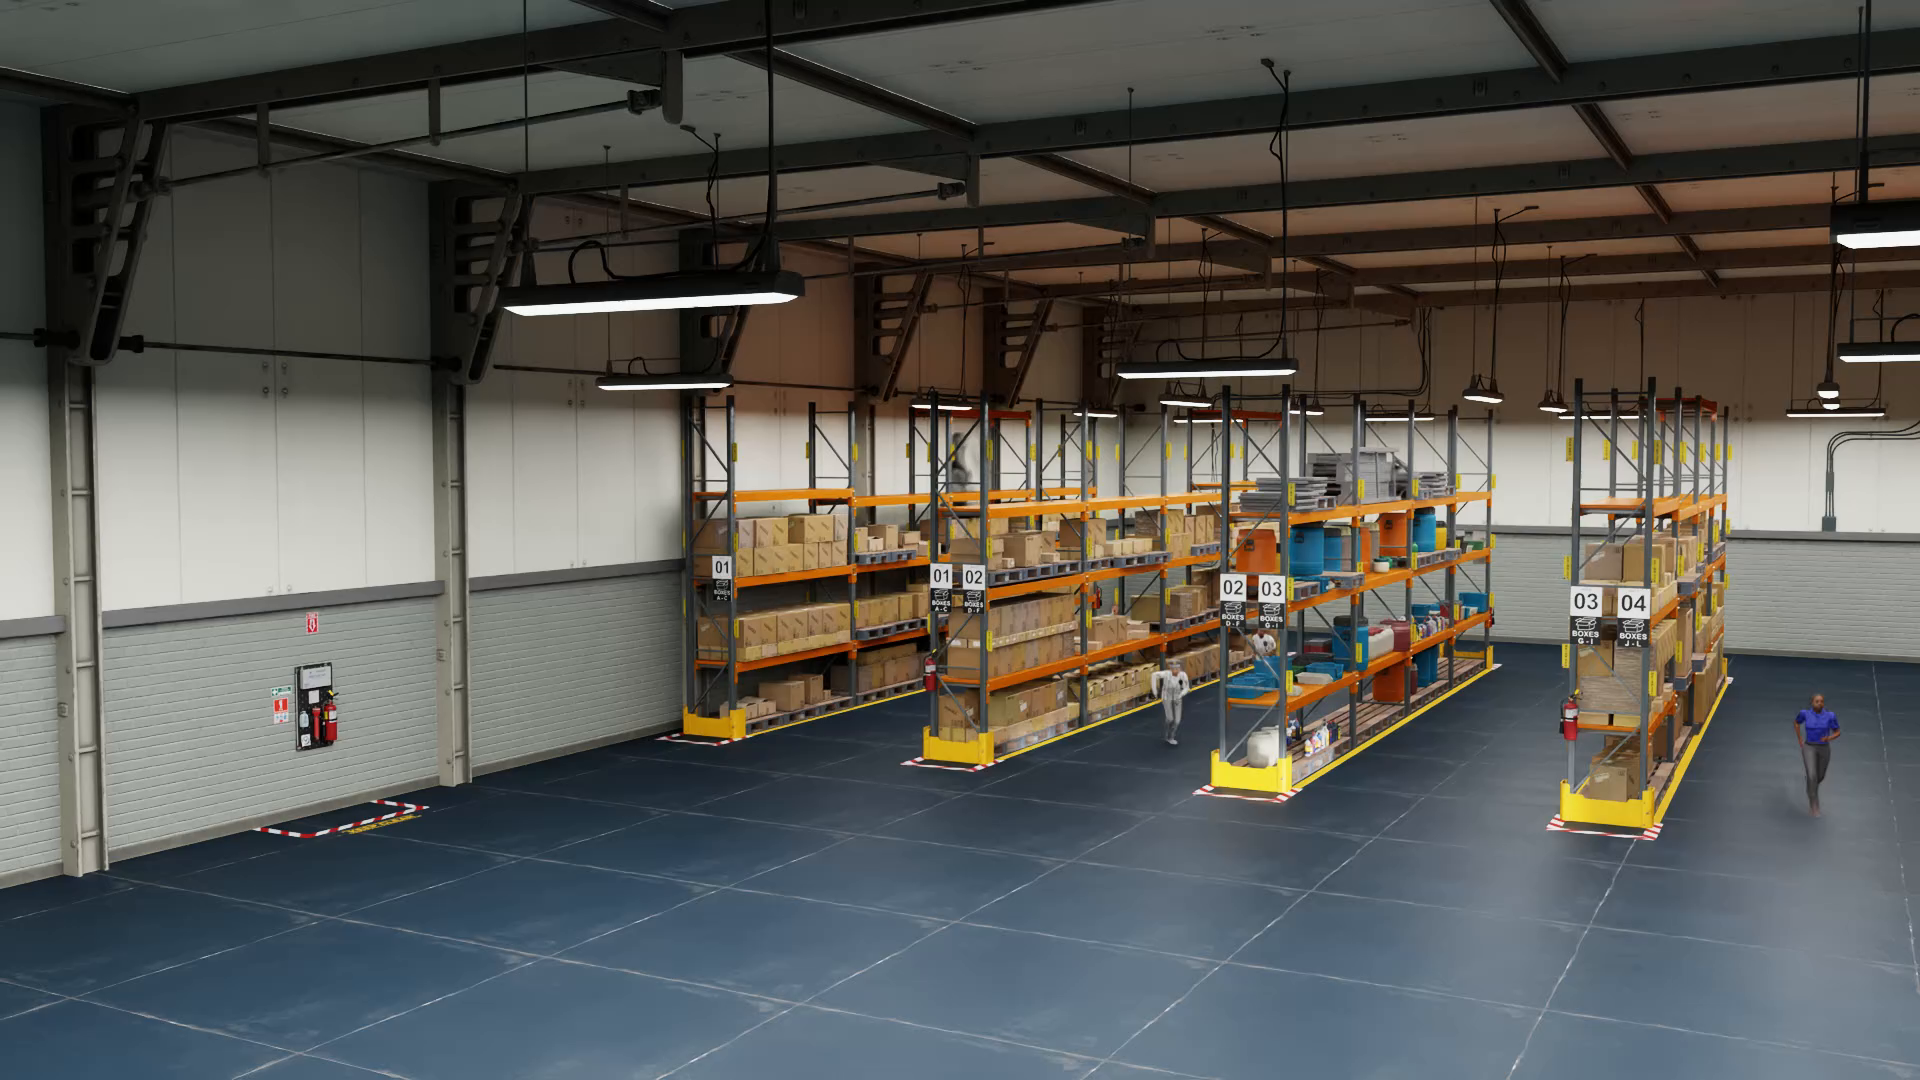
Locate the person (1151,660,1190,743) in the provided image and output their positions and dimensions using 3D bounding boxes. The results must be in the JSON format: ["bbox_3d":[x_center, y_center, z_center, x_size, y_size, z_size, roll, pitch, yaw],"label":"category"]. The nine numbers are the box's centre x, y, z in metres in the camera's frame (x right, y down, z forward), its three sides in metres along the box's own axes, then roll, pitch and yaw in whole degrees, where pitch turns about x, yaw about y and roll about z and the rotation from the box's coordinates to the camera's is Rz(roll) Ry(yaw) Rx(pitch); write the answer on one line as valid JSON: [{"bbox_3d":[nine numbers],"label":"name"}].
[{"bbox_3d":[3.581,2.764,28.361,0.646,1.495,0.817,0,3,-2],"label":"person"}]

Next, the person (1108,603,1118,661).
[{"bbox_3d":[3.603,2.224,37.984,0.554,1.600,0.703,1,3,20],"label":"person"}]

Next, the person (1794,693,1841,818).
[{"bbox_3d":[11.968,2.975,23.222,0.532,1.700,1.045,1,3,13],"label":"person"}]

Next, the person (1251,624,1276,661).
[{"bbox_3d":[6.063,2.457,33.319,0.562,1.615,0.678,1,3,26],"label":"person"}]
